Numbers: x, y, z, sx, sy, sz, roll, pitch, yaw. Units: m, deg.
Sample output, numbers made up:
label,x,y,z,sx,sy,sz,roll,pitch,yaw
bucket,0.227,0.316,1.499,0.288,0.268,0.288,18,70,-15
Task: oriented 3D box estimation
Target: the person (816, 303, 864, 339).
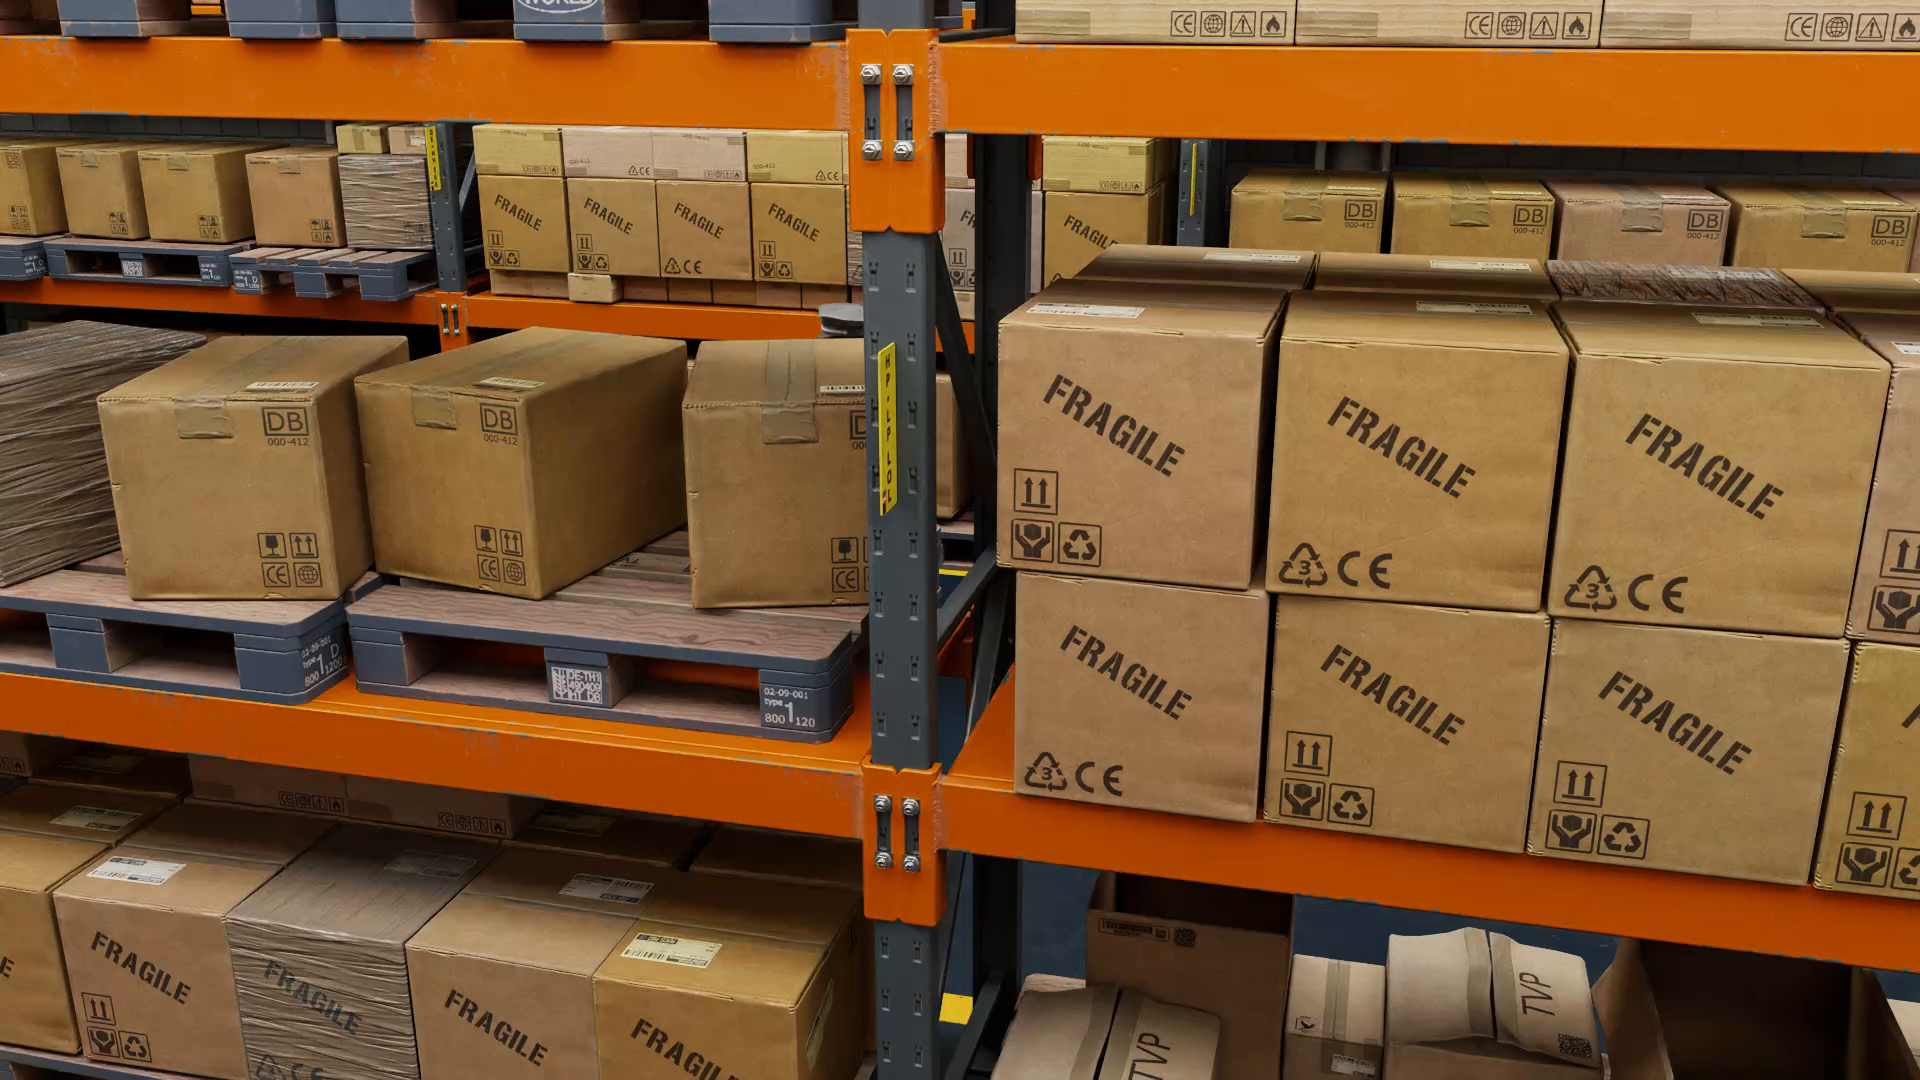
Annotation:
label,x,y,z,sx,sy,sz,roll,pitch,yaw
person,-0.427,-0.182,7.101,0.412,1.663,0.530,4,19,11
